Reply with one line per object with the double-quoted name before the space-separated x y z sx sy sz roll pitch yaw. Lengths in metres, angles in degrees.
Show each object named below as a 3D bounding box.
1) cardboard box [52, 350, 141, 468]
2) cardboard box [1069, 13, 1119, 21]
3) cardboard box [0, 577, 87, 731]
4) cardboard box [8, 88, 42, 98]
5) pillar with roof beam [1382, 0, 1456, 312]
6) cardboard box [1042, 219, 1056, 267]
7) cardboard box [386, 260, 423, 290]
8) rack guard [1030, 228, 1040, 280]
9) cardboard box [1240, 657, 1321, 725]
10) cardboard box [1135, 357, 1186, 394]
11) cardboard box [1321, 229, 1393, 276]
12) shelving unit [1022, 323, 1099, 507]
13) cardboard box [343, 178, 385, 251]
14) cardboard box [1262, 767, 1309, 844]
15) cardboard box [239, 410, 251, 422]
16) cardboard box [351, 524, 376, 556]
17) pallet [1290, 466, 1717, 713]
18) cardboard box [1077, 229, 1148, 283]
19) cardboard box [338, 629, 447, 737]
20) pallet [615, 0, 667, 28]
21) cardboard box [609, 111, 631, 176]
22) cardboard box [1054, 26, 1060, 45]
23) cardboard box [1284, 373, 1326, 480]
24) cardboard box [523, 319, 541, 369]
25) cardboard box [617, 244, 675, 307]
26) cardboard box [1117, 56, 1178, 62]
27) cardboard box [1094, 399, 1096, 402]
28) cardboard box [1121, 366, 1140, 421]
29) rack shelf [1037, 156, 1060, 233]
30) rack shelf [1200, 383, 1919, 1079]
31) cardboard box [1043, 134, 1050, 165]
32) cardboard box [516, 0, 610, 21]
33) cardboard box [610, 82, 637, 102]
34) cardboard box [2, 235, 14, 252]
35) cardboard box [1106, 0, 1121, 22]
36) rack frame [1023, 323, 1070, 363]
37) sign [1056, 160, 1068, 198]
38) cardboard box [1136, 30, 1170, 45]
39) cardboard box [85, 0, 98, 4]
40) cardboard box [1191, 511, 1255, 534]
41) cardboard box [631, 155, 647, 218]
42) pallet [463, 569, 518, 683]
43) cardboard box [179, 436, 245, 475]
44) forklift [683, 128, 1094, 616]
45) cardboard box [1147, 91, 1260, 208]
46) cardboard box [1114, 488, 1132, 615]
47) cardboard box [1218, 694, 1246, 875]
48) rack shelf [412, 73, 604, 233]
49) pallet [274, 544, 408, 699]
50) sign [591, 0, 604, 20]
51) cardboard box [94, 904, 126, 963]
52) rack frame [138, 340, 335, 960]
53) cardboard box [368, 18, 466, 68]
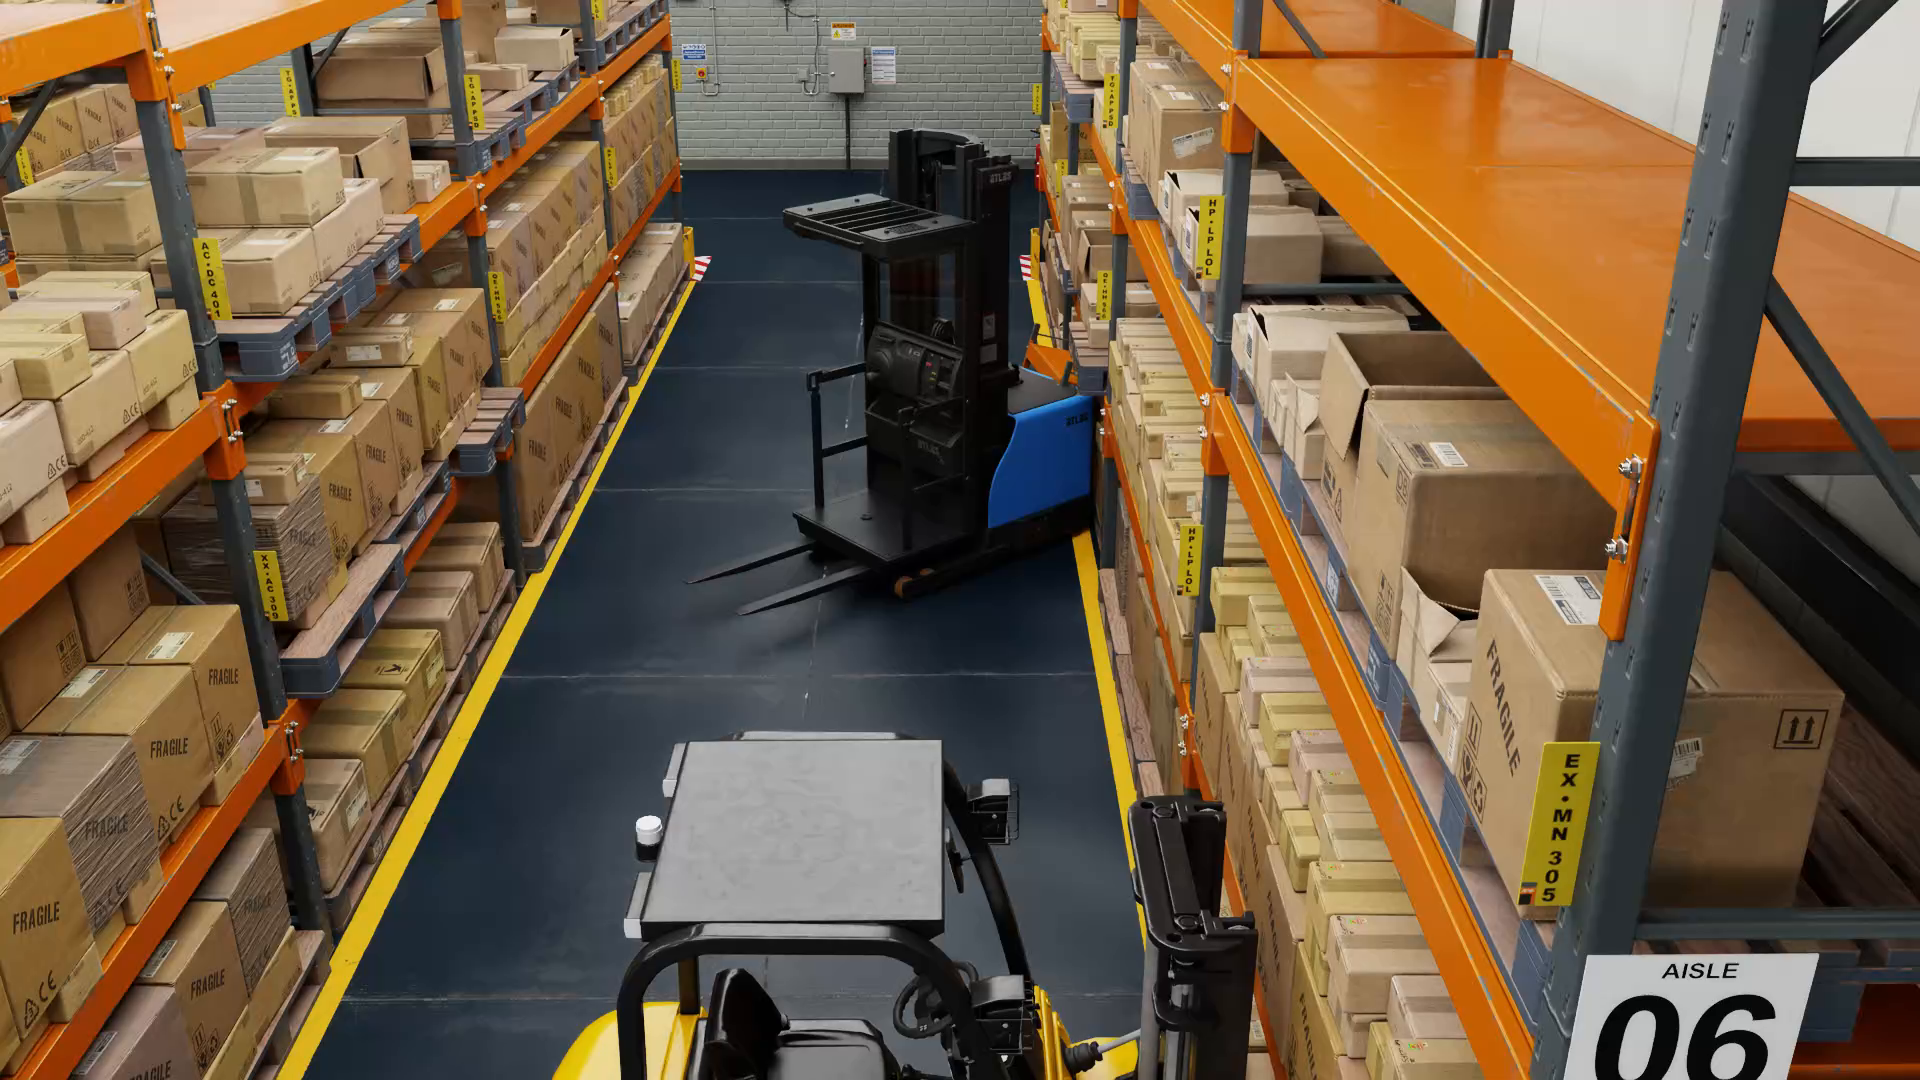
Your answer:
"cardboard box" -3.171 -0.450 5.668 0.500 0.250 0.500 -1 24 -1
"cardboard box" 1.064 -4.115 13.265 0.380 0.149 0.250 0 24 0
"cardboard box" -3.680 0.352 6.020 0.700 0.500 0.500 0 24 0
"cardboard box" -8.765 -3.890 15.399 0.500 0.500 0.500 0 24 1
"pillar with roof beam" -1.921 -3.258 8.416 9.100 9.000 0.400 0 24 -1
"cardboard box" 1.293 -3.175 18.032 0.797 0.503 0.637 -1 24 -3
"cardboard box" -3.762 -1.766 11.063 0.500 0.500 0.500 -1 24 -2
"rack guard" 1.382 -3.203 18.608 1.175 0.500 0.348 0 24 -1
"cardboard box" 1.224 0.547 6.015 0.380 0.149 0.250 0 24 1
"cardboard box" 1.226 -0.962 9.711 0.380 0.149 0.250 0 24 0
"cardboard box" 1.699 -1.268 7.331 0.380 0.149 0.250 0 24 -1
"shelving unit" 0.767 -0.918 12.576 0.538 1.125 1.048 10 20 -15
"cardboard box" -3.091 -1.553 7.960 0.500 0.250 0.500 -1 24 -1
"cardboard box" 1.238 0.891 5.616 0.380 0.149 0.250 -1 24 -2
"cardboard box" -3.729 -0.659 8.170 0.380 0.149 0.250 -1 24 -3
"cardboard box" -3.176 -0.036 8.369 0.380 0.149 0.250 0 24 0
"pallet" 1.558 0.098 4.744 1.003 0.211 1.213 0 24 -1
"cardboard box" 1.266 -1.987 12.251 0.797 0.503 0.637 -1 24 -2
"cardboard box" -3.480 0.803 9.398 0.950 0.372 0.625 1 24 1
"pallet" -3.564 -5.370 16.834 1.003 0.211 1.213 0 24 -1
"cardboard box" -3.301 -3.608 15.135 0.500 0.500 0.500 -1 24 -1
"cardboard box" 1.079 -4.758 15.679 0.380 0.149 0.250 0 24 1
"cardboard box" 1.225 -0.358 5.177 0.396 0.266 0.258 -1 24 -2
"cardboard box" -3.272 -1.399 11.768 0.500 0.250 0.500 -1 24 -2
"cardboard box" -3.457 -2.725 17.117 0.875 0.438 0.875 0 24 1
"cardboard box" 1.258 -3.156 11.168 0.380 0.149 0.250 -1 24 -1
"cardboard box" 1.221 -0.938 13.091 0.500 0.500 0.500 -1 24 -2
"cardboard box" 1.233 -0.846 9.939 0.500 0.250 0.500 0 24 1
"rack shelf" 1.403 -3.221 16.489 1.077 0.370 4.000 0 24 -1
"rack shelf" 1.534 0.357 4.937 1.077 0.370 4.000 0 24 -1
"cardboard box" 1.123 -4.044 17.257 0.500 0.250 0.500 0 24 0
"cardboard box" -3.585 -4.907 14.947 0.797 0.503 0.637 2 24 4
"cardboard box" -3.280 -4.257 15.783 0.380 0.149 0.250 0 24 0
"cardboard box" -8.163 -2.641 14.637 0.380 0.149 0.250 1 24 1
"cardboard box" 1.179 -4.594 14.224 0.500 0.250 0.500 0 24 0
"rack frame" 0.672 -1.113 13.035 0.500 1.125 0.032 10 20 -15
"sign" 0.882 -3.114 14.327 0.100 0.325 0.005 0 24 -1
"cardboard box" 1.508 -3.694 12.333 0.380 0.149 0.250 0 24 0
"cardboard box" -8.268 -4.993 15.469 0.500 0.250 0.500 -1 24 -3
"cardboard box" 1.265 -0.016 7.619 0.380 0.149 0.250 -1 24 -1
"cardboard box" -3.282 -3.354 15.787 0.500 0.500 0.500 0 24 0
"pallet" -3.488 0.540 10.684 1.003 0.211 1.213 0 24 -1
"cardboard box" -3.692 -0.171 7.879 0.500 0.500 0.500 0 24 0
"forklift" -0.473 -1.167 11.157 3.031 2.935 1.130 -20 31 -37
"cardboard box" 1.244 -2.007 8.538 0.500 0.500 0.500 0 24 1
"cardboard box" 1.462 0.071 10.708 0.875 0.625 0.625 1 24 1
"cardboard box" 1.278 0.925 6.328 0.500 0.500 0.500 0 24 0
"rack shelf" -3.517 -2.916 12.173 1.077 0.370 4.000 0 24 -1
"pallet" -3.314 0.367 7.914 1.003 0.211 1.213 0 24 -1
"sign" -2.996 -4.453 13.690 0.100 0.325 0.005 0 24 -1
"cardboard box" -3.156 1.365 5.780 0.380 0.149 0.250 -1 24 -1
"rack frame" -3.451 0.595 7.177 1.000 3.000 0.127 0 24 -1
"cardboard box" -3.804 -3.381 11.699 0.500 0.500 0.500 0 24 0
